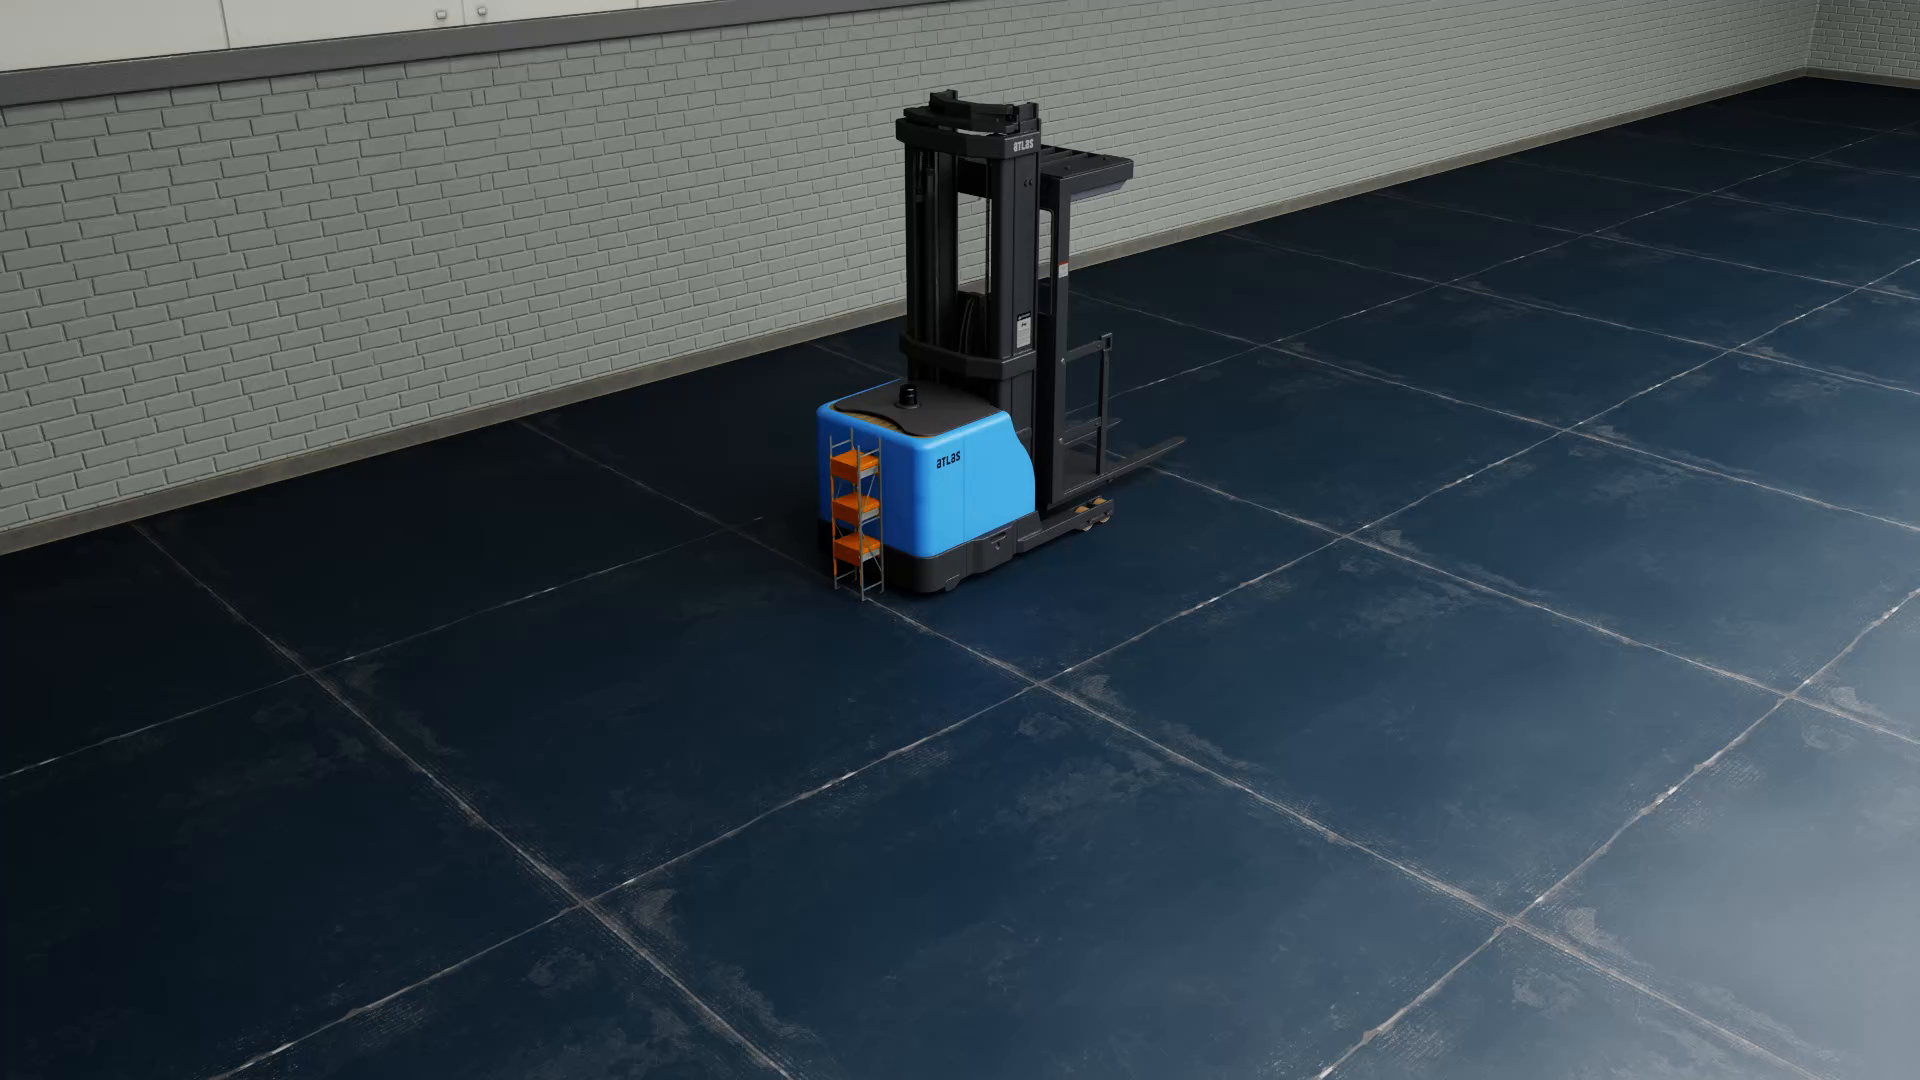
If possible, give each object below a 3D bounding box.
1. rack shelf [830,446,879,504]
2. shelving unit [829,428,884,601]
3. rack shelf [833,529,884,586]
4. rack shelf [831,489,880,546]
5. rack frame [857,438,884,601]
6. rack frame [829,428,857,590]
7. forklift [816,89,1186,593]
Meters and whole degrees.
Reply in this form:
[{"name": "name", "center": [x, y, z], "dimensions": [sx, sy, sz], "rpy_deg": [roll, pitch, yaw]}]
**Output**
[{"name": "rack shelf", "center": [-0.646, -0.403, 10.314], "dimensions": [0.240, 0.259, 0.215], "rpy_deg": [20, 32, 37]}, {"name": "shelving unit", "center": [-0.646, -0.154, 10.428], "dimensions": [0.252, 1.050, 0.215], "rpy_deg": [20, 32, 37]}, {"name": "rack shelf", "center": [-0.646, 0.108, 10.547], "dimensions": [0.240, 0.259, 0.215], "rpy_deg": [20, 32, 37]}, {"name": "rack shelf", "center": [-0.646, -0.144, 10.432], "dimensions": [0.240, 0.259, 0.215], "rpy_deg": [20, 32, 37]}, {"name": "rack frame", "center": [-0.555, -0.120, 10.353], "dimensions": [0.008, 1.050, 0.200], "rpy_deg": [20, 32, 37]}, {"name": "rack frame", "center": [-0.737, -0.188, 10.502], "dimensions": [0.008, 1.050, 0.200], "rpy_deg": [20, 32, 37]}, {"name": "forklift", "center": [0.429, -1.525, 11.167], "dimensions": [1.130, 2.935, 3.031], "rpy_deg": [21, 32, 38]}]
